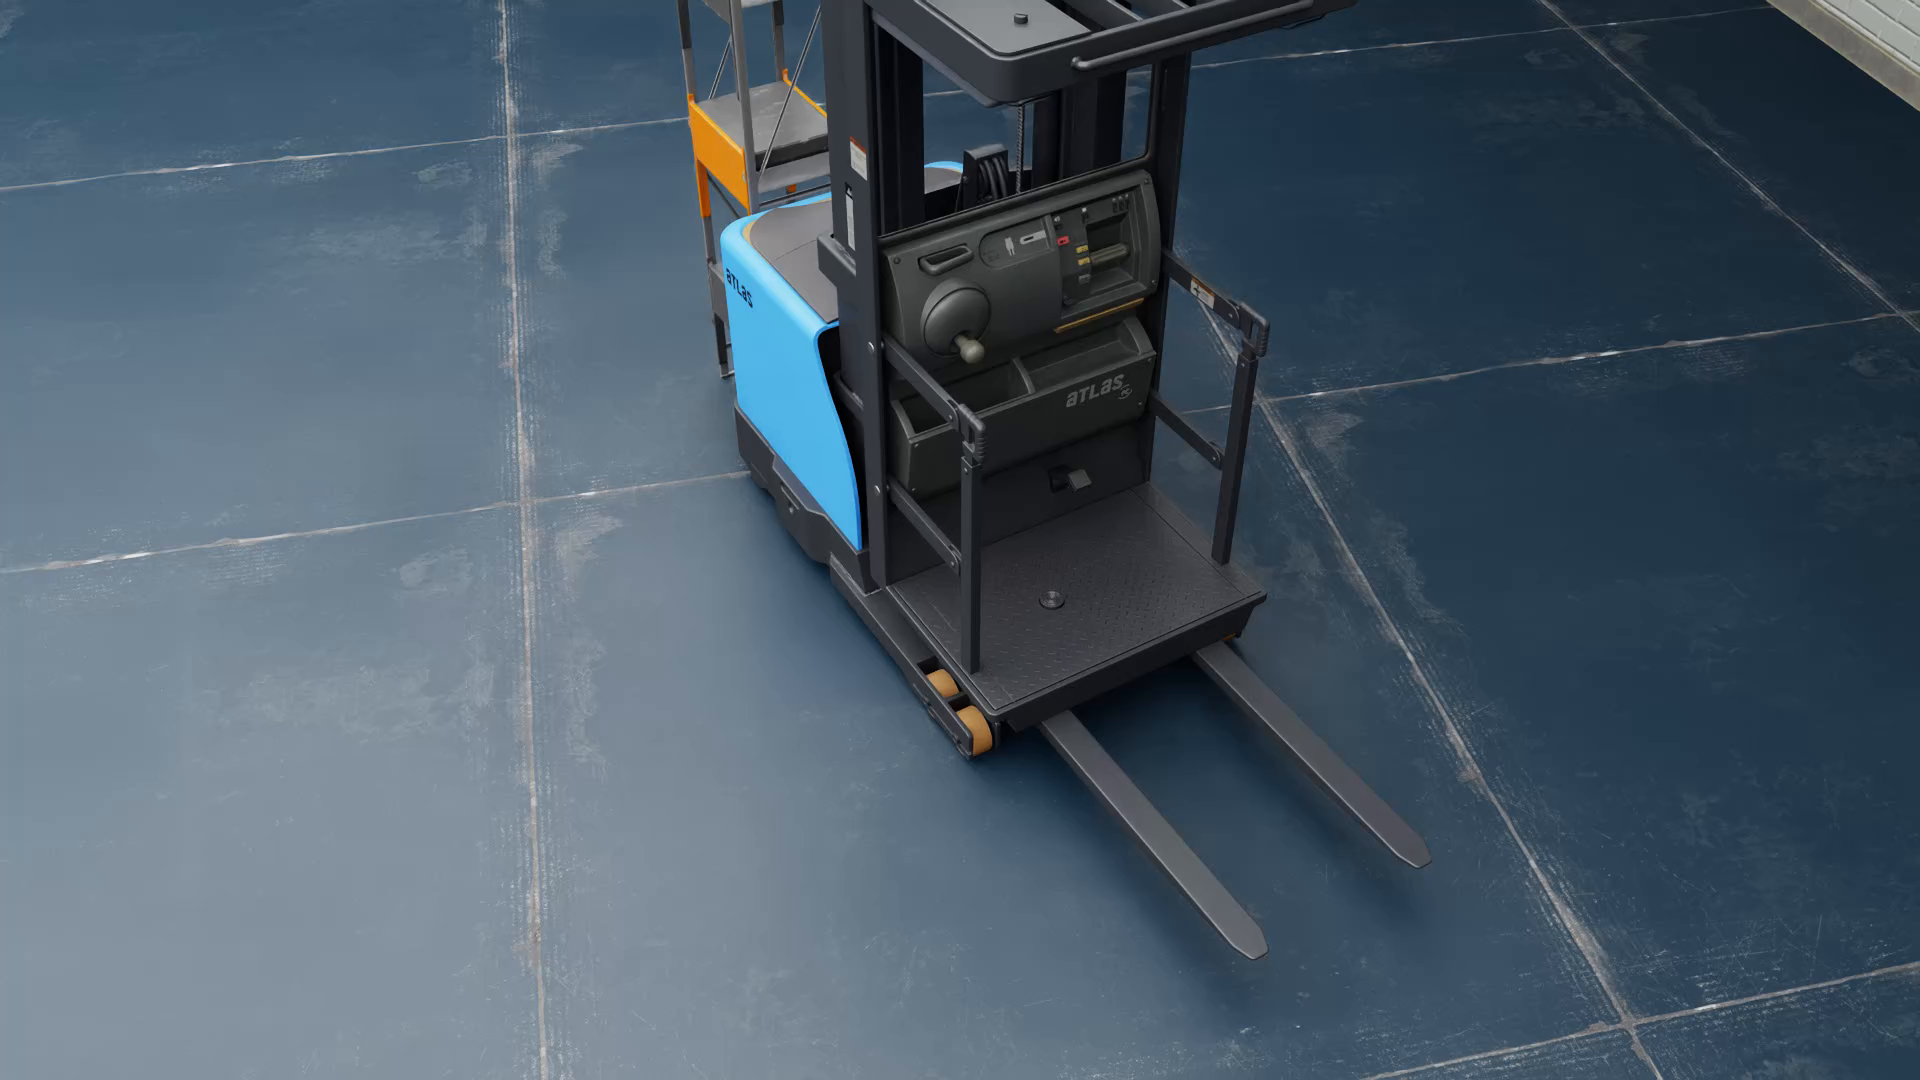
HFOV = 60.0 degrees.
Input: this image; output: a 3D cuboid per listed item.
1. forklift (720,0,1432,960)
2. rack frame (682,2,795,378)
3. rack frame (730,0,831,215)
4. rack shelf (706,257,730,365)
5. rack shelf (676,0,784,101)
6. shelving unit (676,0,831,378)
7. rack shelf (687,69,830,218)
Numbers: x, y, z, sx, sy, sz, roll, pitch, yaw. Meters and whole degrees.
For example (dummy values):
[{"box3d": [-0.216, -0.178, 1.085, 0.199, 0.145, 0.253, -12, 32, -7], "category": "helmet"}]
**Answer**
[{"box3d": [0.320, -0.742, 4.878, 1.130, 2.935, 3.031, -22, 46, -23], "category": "forklift"}, {"box3d": [-0.837, -1.539, 6.402, 0.400, 2.100, 0.015, -22, 46, -23], "category": "rack frame"}, {"box3d": [-0.586, -1.261, 6.089, 0.400, 2.100, 0.015, -22, 46, -23], "category": "rack frame"}, {"box3d": [-0.712, -0.866, 6.719, 0.431, 0.518, 0.480, -22, 46, -23], "category": "rack shelf"}, {"box3d": [-0.711, -1.913, 5.790, 0.431, 0.518, 0.480, -22, 46, -23], "category": "rack shelf"}, {"box3d": [-0.712, -1.400, 6.246, 0.431, 2.100, 0.503, -22, 46, -23], "category": "shelving unit"}, {"box3d": [-0.712, -1.390, 6.255, 0.431, 0.518, 0.480, -22, 46, -23], "category": "rack shelf"}]
